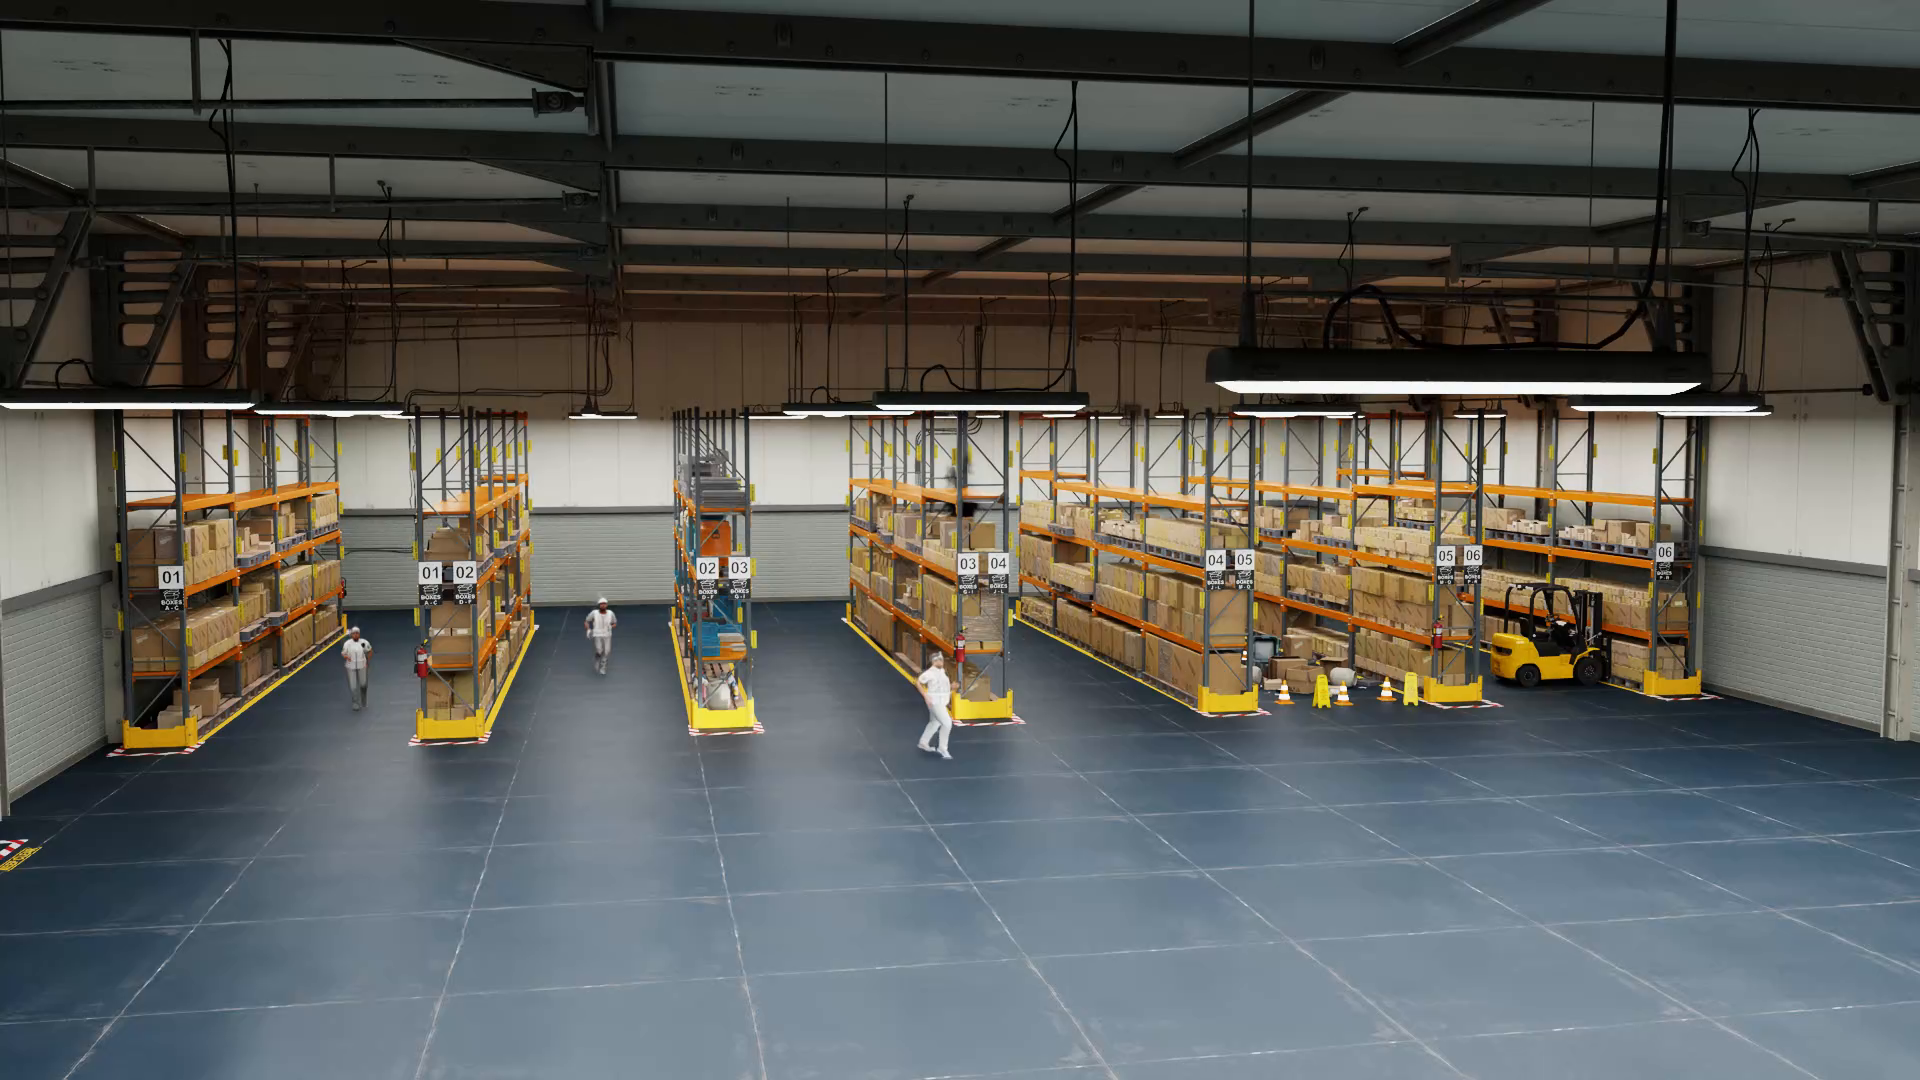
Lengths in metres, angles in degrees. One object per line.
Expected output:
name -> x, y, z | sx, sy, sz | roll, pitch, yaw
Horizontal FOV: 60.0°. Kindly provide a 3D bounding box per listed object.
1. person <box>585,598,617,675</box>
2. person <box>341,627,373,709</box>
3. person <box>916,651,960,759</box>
person -> -8.061, 2.188, 37.516 | 0.692, 1.745, 0.595 | -2, 4, -25
person -> -11.975, 2.561, 33.012 | 0.570, 1.626, 0.576 | -1, 4, -19
person -> -0.382, 2.826, 28.450 | 0.781, 1.856, 0.637 | 1, 4, 17
